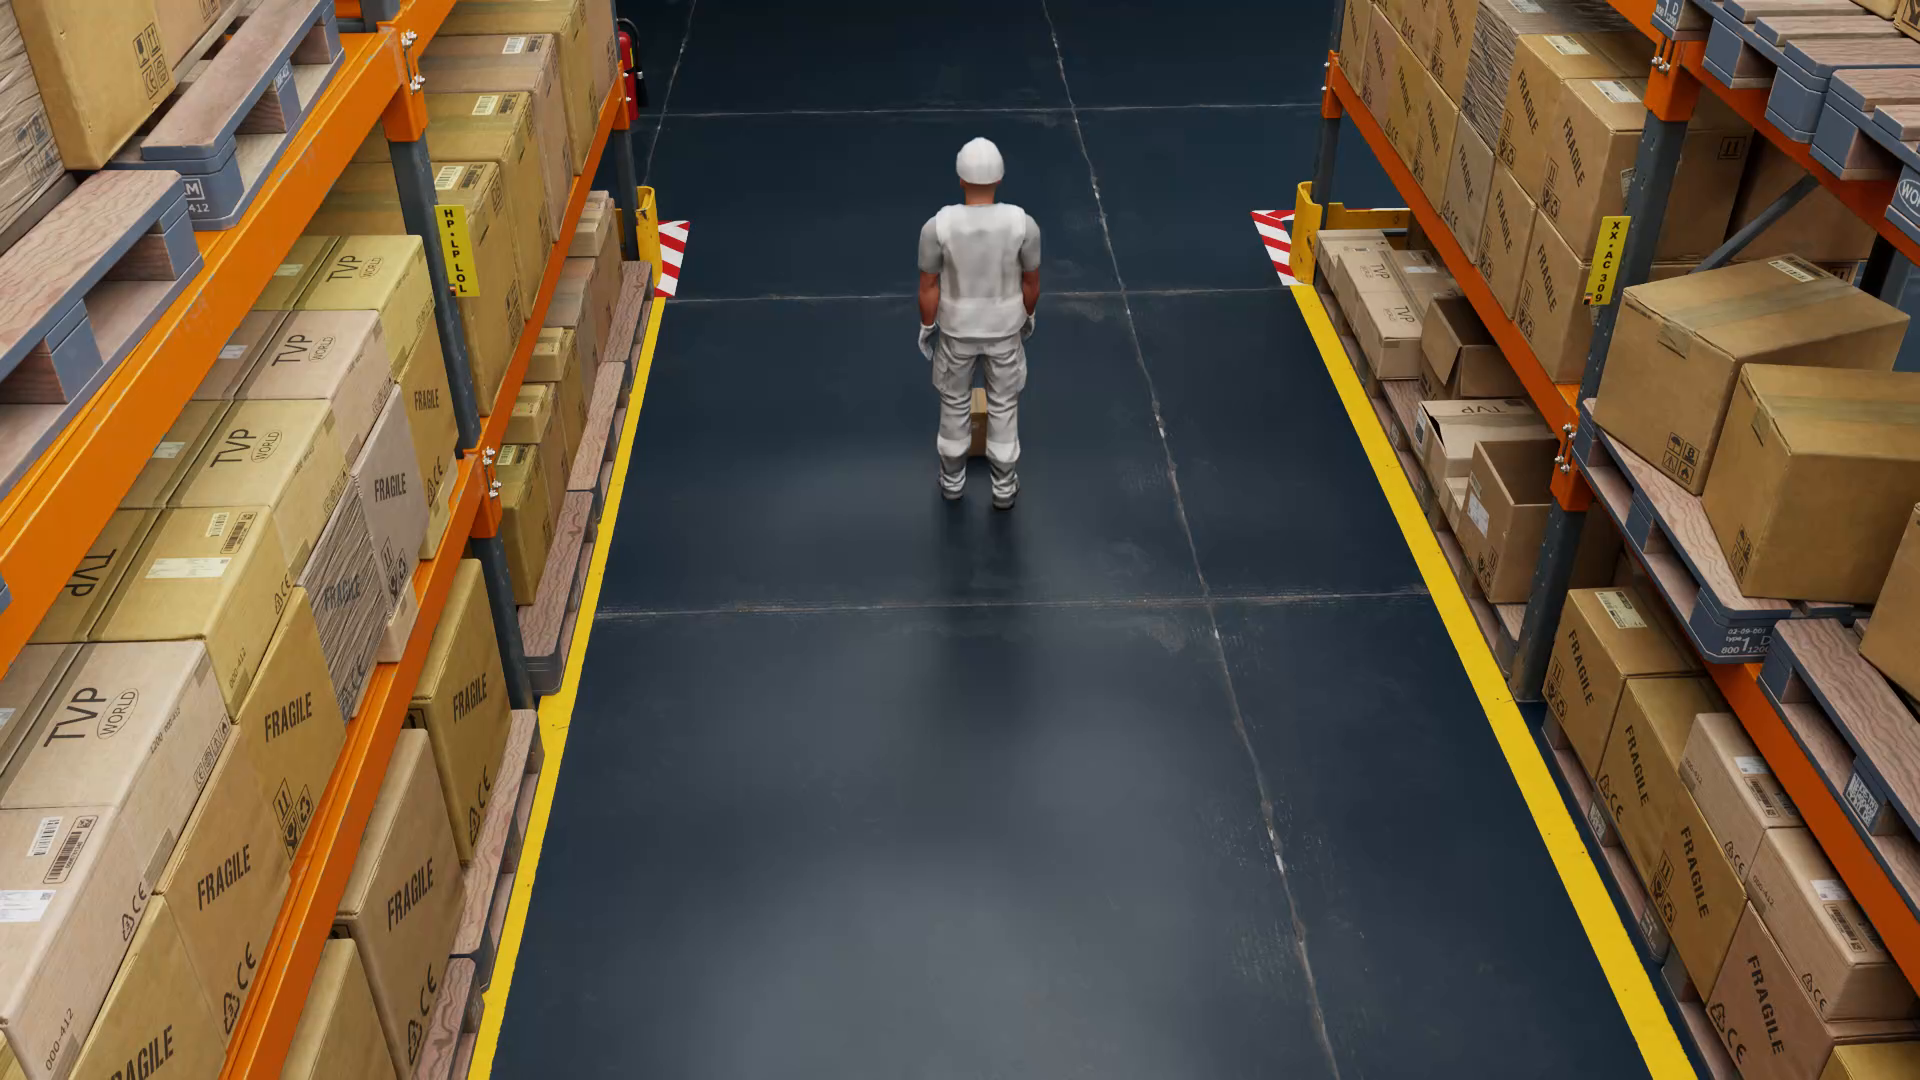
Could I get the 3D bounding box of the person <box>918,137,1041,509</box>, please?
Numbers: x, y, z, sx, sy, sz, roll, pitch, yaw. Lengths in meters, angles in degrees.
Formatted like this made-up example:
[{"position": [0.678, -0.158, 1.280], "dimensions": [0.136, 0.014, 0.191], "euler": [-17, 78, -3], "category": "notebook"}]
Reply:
[{"position": [0.081, -0.971, 7.512], "dimensions": [0.545, 1.798, 0.419], "euler": [-1, 35, -1], "category": "person"}]
